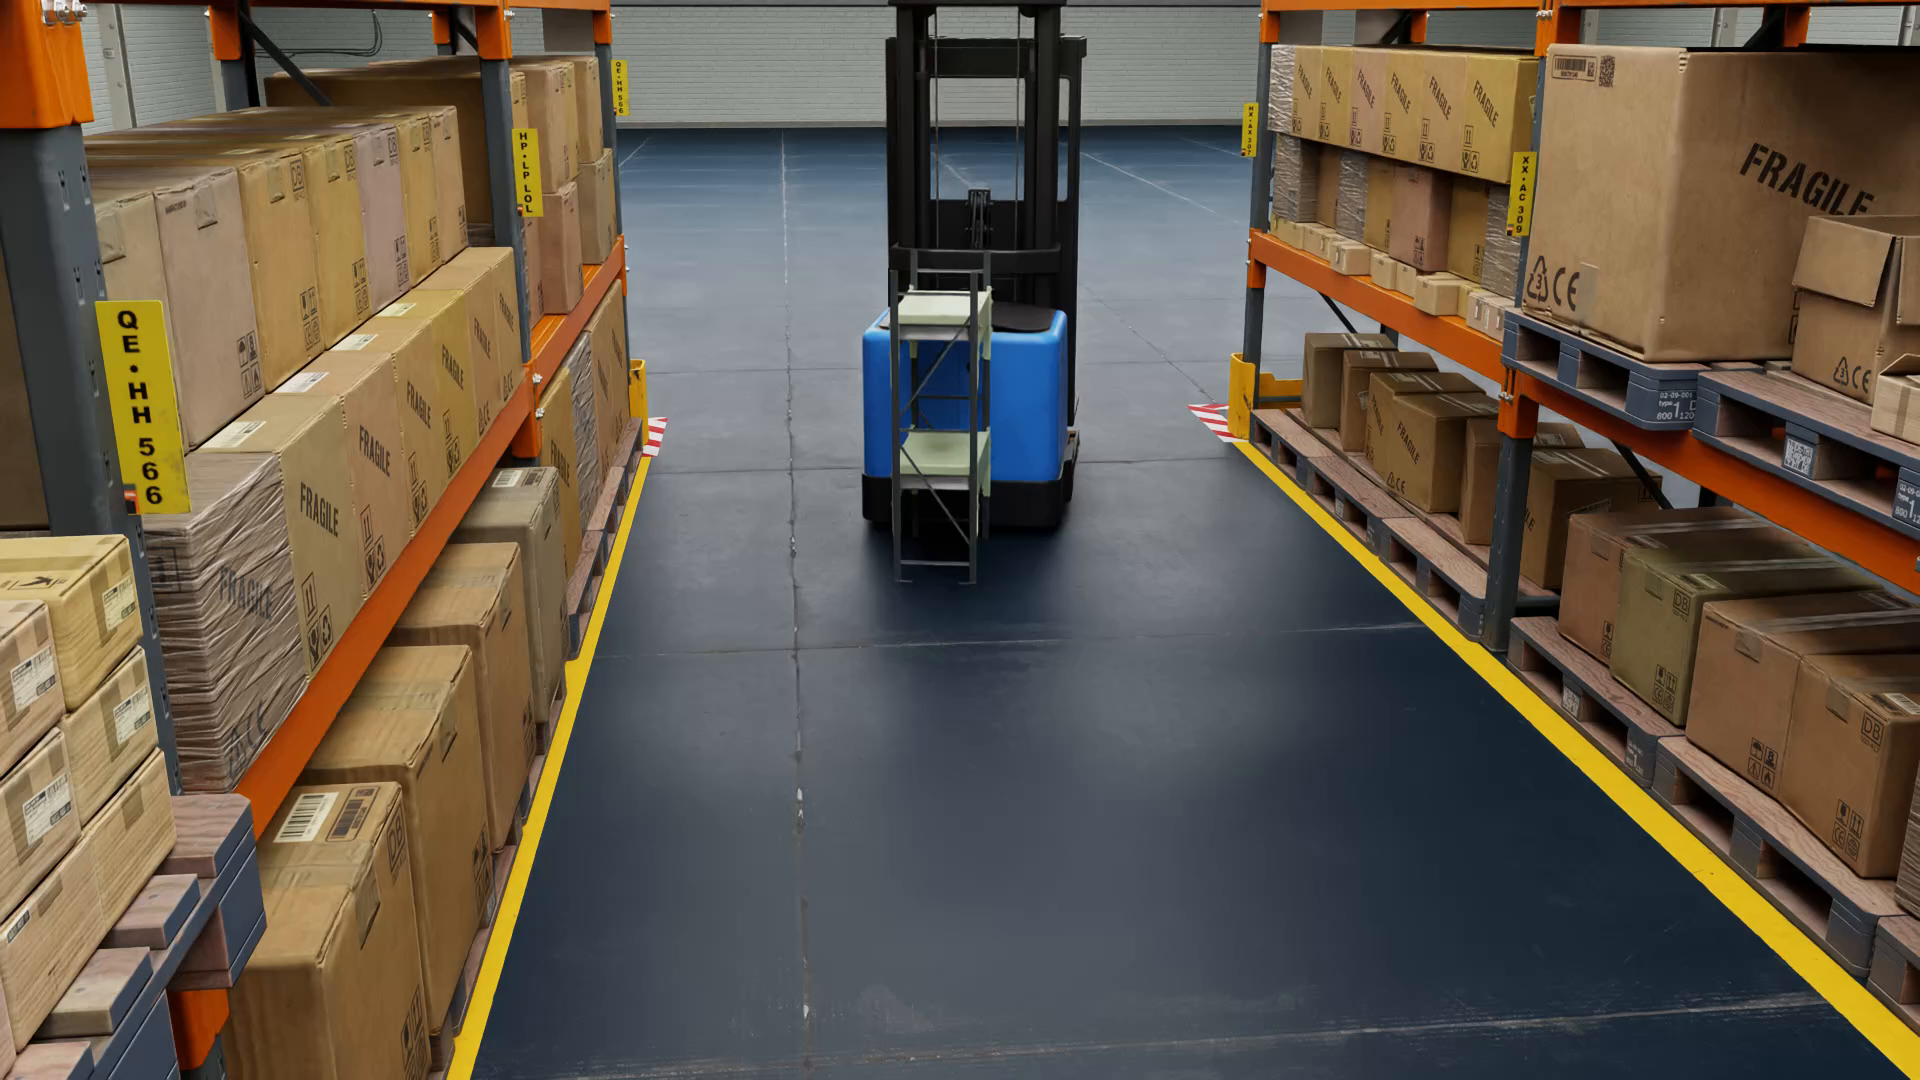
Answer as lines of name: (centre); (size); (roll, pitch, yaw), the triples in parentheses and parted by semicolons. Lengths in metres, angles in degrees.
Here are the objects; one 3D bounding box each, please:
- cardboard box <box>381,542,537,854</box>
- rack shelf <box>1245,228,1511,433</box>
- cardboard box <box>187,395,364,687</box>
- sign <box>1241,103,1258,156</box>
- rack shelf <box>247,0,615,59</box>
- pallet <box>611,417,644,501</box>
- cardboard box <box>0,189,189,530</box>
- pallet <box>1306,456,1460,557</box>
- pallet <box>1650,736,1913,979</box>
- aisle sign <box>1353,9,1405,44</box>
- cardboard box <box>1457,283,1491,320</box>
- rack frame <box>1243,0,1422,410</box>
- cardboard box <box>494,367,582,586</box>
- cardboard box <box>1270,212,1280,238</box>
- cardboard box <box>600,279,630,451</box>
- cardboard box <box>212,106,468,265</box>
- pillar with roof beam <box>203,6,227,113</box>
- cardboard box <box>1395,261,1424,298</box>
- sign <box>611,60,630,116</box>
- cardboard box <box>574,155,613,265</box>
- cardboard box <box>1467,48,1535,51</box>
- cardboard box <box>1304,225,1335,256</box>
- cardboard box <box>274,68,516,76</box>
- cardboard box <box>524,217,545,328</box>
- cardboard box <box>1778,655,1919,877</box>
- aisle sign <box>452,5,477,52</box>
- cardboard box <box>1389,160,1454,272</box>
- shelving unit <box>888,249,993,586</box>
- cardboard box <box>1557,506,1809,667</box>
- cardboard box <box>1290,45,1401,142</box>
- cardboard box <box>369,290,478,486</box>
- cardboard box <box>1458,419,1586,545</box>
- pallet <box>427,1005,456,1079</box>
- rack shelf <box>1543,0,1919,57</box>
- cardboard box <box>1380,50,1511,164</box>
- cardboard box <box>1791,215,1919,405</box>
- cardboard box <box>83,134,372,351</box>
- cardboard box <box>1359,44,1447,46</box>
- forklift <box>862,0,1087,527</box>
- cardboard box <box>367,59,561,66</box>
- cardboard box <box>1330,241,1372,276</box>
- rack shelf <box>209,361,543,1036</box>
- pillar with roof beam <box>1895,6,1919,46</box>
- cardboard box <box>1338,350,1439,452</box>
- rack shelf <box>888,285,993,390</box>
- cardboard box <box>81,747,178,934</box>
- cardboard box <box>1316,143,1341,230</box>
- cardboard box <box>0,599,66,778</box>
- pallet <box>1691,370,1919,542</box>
cardboard box: (-1.928, 0.490, 5.164); (1.050, 0.750, 0.750); (-2, 18, -6)
rack shelf: (2.561, -1.229, 8.784); (1.077, 0.370, 4.000); (-2, 18, -6)
cardboard box: (-1.598, -0.002, 3.510); (0.500, 0.500, 0.500); (-2, 18, -6)
sign: (1.815, -2.564, 10.391); (0.100, 0.325, 0.005); (-2, 18, -6)
rack shelf: (-2.383, -2.537, 7.943); (1.077, 0.370, 4.000); (-2, 18, -6)
pallet: (-2.429, -0.478, 9.849); (1.003, 0.211, 1.213); (-2, 18, -6)
cardboard box: (-1.801, -0.320, 2.853); (0.700, 0.500, 0.500); (-2, 18, -6)
pallet: (2.533, -0.209, 8.991); (1.003, 0.211, 1.213); (-2, 18, -6)
pallet: (2.978, 0.950, 5.297); (1.003, 0.211, 1.213); (-2, 18, -6)
aisle sign: (2.646, -3.436, 10.273); (0.394, 0.787, 0.004); (-2, 18, -6)
cardboard box: (2.470, -1.062, 7.473); (0.380, 0.149, 0.250); (-2, 18, -6)
rack frame: (2.354, -2.168, 10.575); (1.000, 3.000, 0.127); (-2, 18, -6)
cardboard box: (-2.172, -0.229, 7.245); (0.875, 0.875, 0.875); (-2, 17, -5)
cardboard box: (2.147, -1.956, 10.318); (0.380, 0.149, 0.250); (-2, 18, -6)
cardboard box: (-2.454, -1.031, 9.801); (0.875, 0.875, 0.875); (-2, 18, -5)
cardboard box: (-2.120, -1.230, 5.751); (0.700, 0.500, 0.500); (-2, 18, -7)
pillar with roof beam: (-12.077, -13.405, 36.353); (9.100, 9.000, 0.400); (-2, 18, -6)
cardboard box: (2.373, -1.285, 8.182); (0.380, 0.149, 0.250); (-2, 18, -6)
sign: (-2.049, -2.723, 10.014); (0.100, 0.325, 0.005); (-2, 18, -6)
cardboard box: (-2.428, -1.844, 9.292); (0.875, 0.550, 0.550); (-2, 18, -6)
cardboard box: (2.807, -2.231, 8.444); (0.500, 0.500, 0.500); (-2, 18, -6)
cardboard box: (2.211, -1.732, 9.605); (0.380, 0.149, 0.250); (-2, 18, -6)
cardboard box: (-2.353, -1.711, 7.066); (0.875, 0.550, 0.550); (-2, 18, -6)
cardboard box: (-2.306, -1.197, 7.233); (0.875, 0.550, 0.550); (-2, 18, -6)
cardboard box: (2.955, 0.666, 4.987); (0.700, 0.500, 0.500); (0, 17, -1)
aisle sign: (-2.895, -3.297, 9.831); (0.394, 0.787, 0.004); (-2, 18, -6)
cardboard box: (2.614, -1.598, 8.095); (0.875, 0.500, 0.500); (-2, 18, -6)
shelving unit: (-0.083, -0.614, 8.130); (0.431, 1.500, 0.755); (2, 18, 5)
cardboard box: (2.809, 0.190, 6.502); (0.700, 0.500, 0.500); (-3, 18, -10)
cardboard box: (2.185, -2.513, 9.341); (0.500, 0.500, 0.500); (-2, 18, -6)
cardboard box: (-1.753, -0.452, 4.943); (0.500, 0.500, 0.500); (-2, 17, -5)
cardboard box: (2.699, -0.275, 8.016); (0.500, 0.500, 0.500); (4, 18, 12)
pallet: (-1.771, 1.432, 3.764); (1.003, 0.211, 1.213); (-2, 18, -6)
rack shelf: (2.973, -1.468, 4.539); (1.077, 0.370, 4.000); (-2, 18, -6)
cardboard box: (2.343, -2.066, 7.918); (0.500, 0.500, 0.500); (-2, 18, -6)
cardboard box: (3.038, -0.712, 5.064); (0.797, 0.503, 0.637); (0, 17, 0)
cardboard box: (-1.963, -0.776, 4.304); (0.700, 0.500, 0.500); (-2, 18, -6)
cardboard box: (2.657, -2.678, 9.868); (0.500, 0.500, 0.500); (-2, 18, -6)
forklift: (0.158, -1.863, 9.719); (1.130, 2.935, 3.031); (2, 18, 6)
cardboard box: (-2.519, -2.188, 8.585); (0.875, 0.550, 0.550); (-2, 18, -6)
cardboard box: (2.205, -1.506, 8.885); (0.380, 0.149, 0.250); (-2, 18, -6)
rack shelf: (-1.971, 0.086, 4.596); (1.077, 0.370, 4.000); (-2, 18, -6)
pillar with roof beam: (11.929, -10.537, 27.217); (9.100, 9.000, 0.400); (-2, 18, -6)
cardboard box: (2.498, -0.812, 9.728); (0.500, 0.500, 0.500); (3, 18, 9)
rack shelf: (-0.083, -0.987, 8.013); (0.431, 0.370, 0.720); (2, 18, 5)
cardboard box: (-1.256, 0.391, 2.142); (0.380, 0.149, 0.250); (-1, 17, -5)
cardboard box: (2.555, -2.048, 9.528); (0.875, 0.500, 0.500); (-2, 18, -6)
cardboard box: (-1.234, 0.181, 1.817); (0.380, 0.149, 0.250); (-2, 18, -6)
pallet: (2.934, -0.281, 4.886); (1.003, 0.211, 1.213); (-2, 18, -6)
